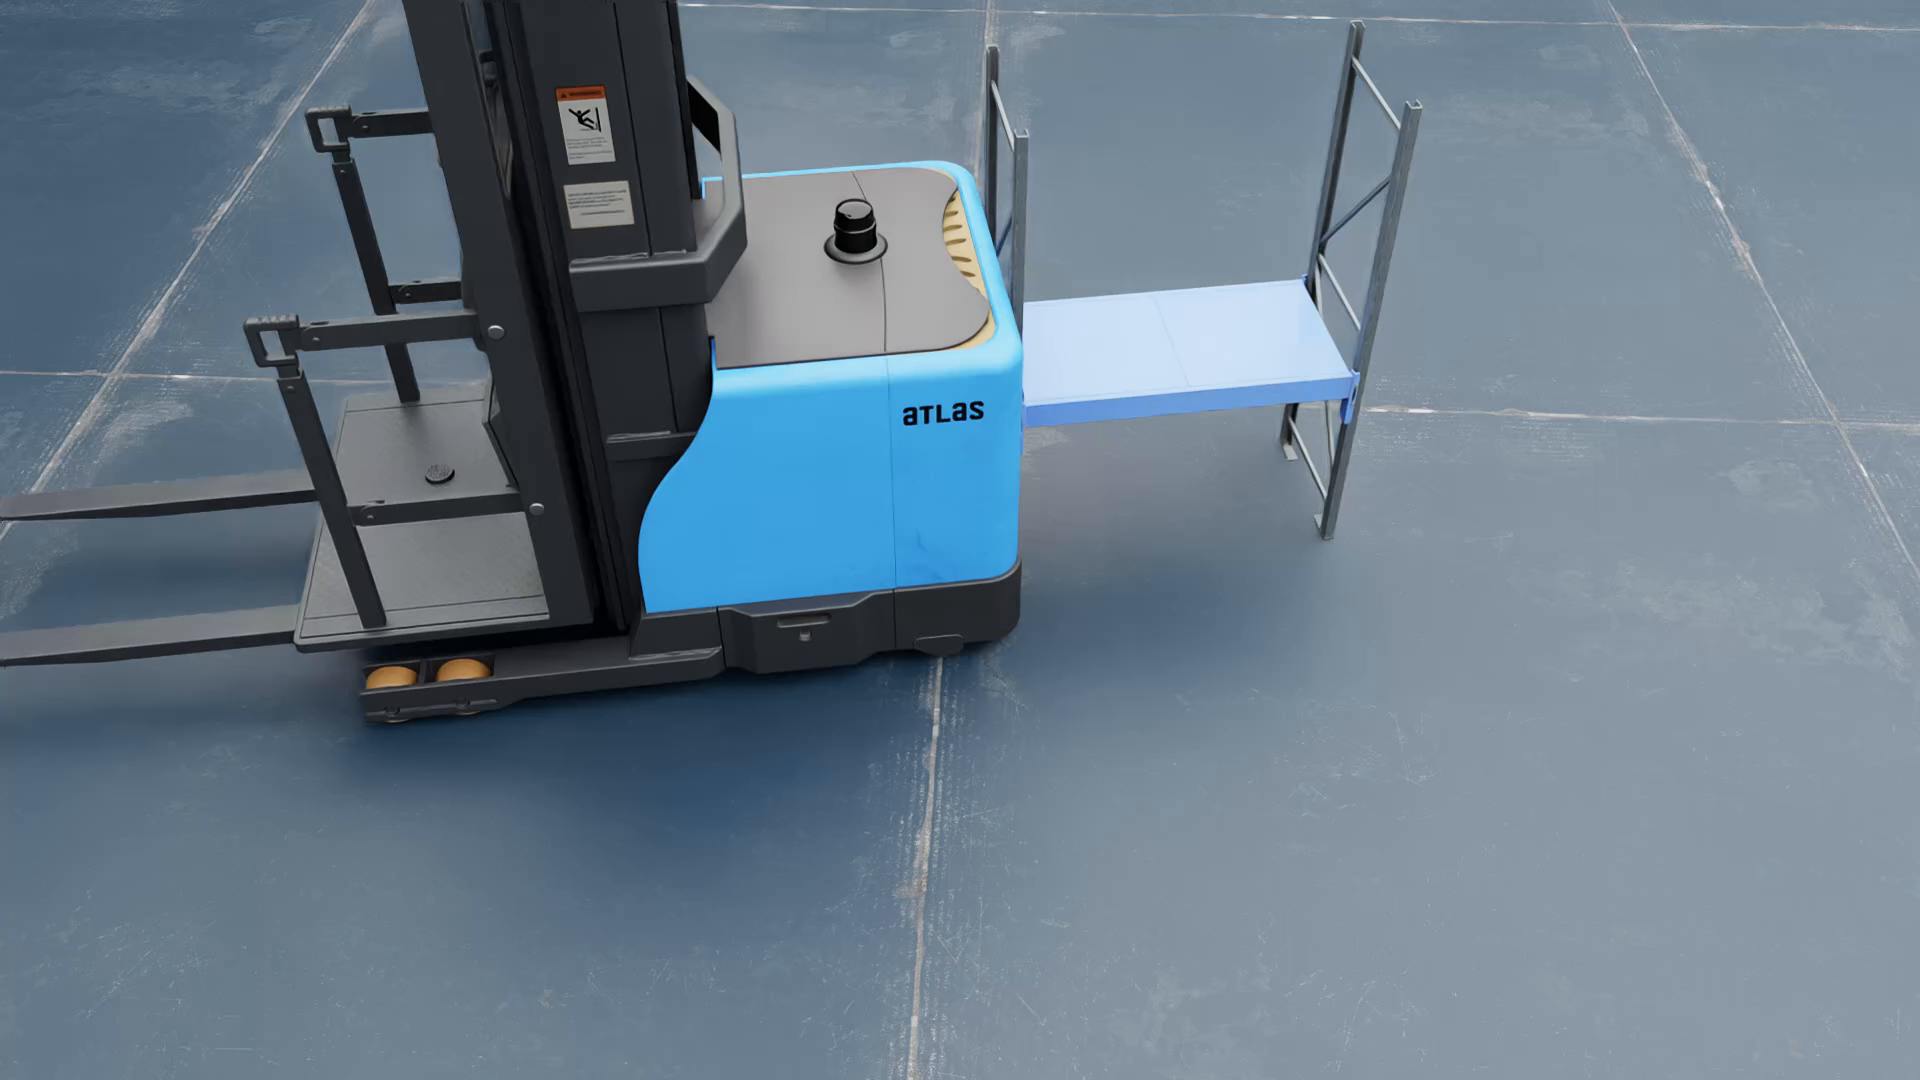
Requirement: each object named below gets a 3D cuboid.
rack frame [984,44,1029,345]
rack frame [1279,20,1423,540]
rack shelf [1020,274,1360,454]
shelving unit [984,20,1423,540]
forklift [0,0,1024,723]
[{"bbox_3d":[0.121,-0.619,4.814,0.032,1.500,0.500,-6,43,-6],"label":"rack frame"},{"bbox_3d":[1.127,-0.718,4.920,0.032,1.500,0.500,-6,43,-6],"label":"rack frame"},{"bbox_3d":[0.624,-0.537,4.990,1.000,0.185,0.538,-6,43,-6],"label":"rack shelf"},{"bbox_3d":[0.624,-0.668,4.867,1.048,1.500,0.538,-6,43,-6],"label":"shelving unit"},{"bbox_3d":[-1.384,-0.944,4.113,3.031,2.935,1.130,-6,43,-6],"label":"forklift"}]
